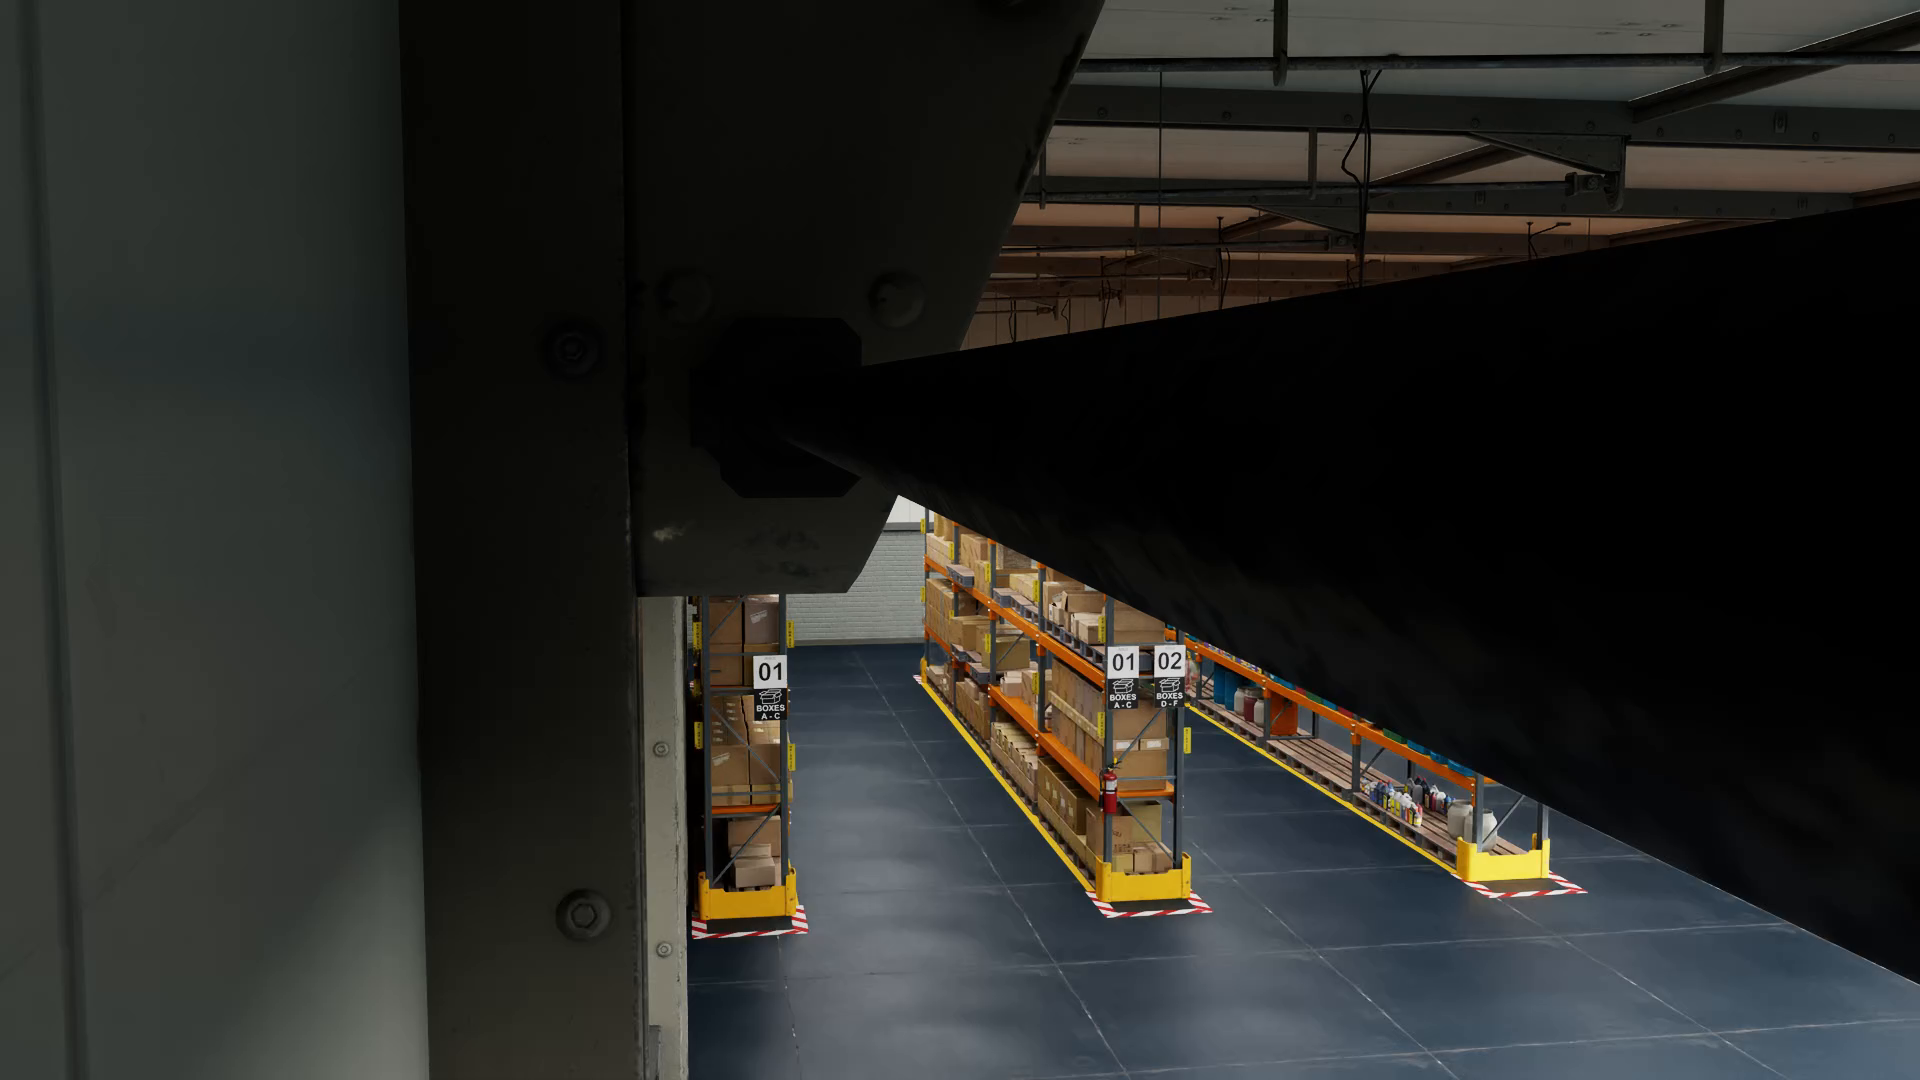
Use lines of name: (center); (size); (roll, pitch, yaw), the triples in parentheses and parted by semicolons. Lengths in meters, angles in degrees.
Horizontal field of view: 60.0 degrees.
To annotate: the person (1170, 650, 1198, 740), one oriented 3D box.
person: (3.988, 2.787, 30.359); (0.645, 1.747, 0.944); (-1, 5, -7)
